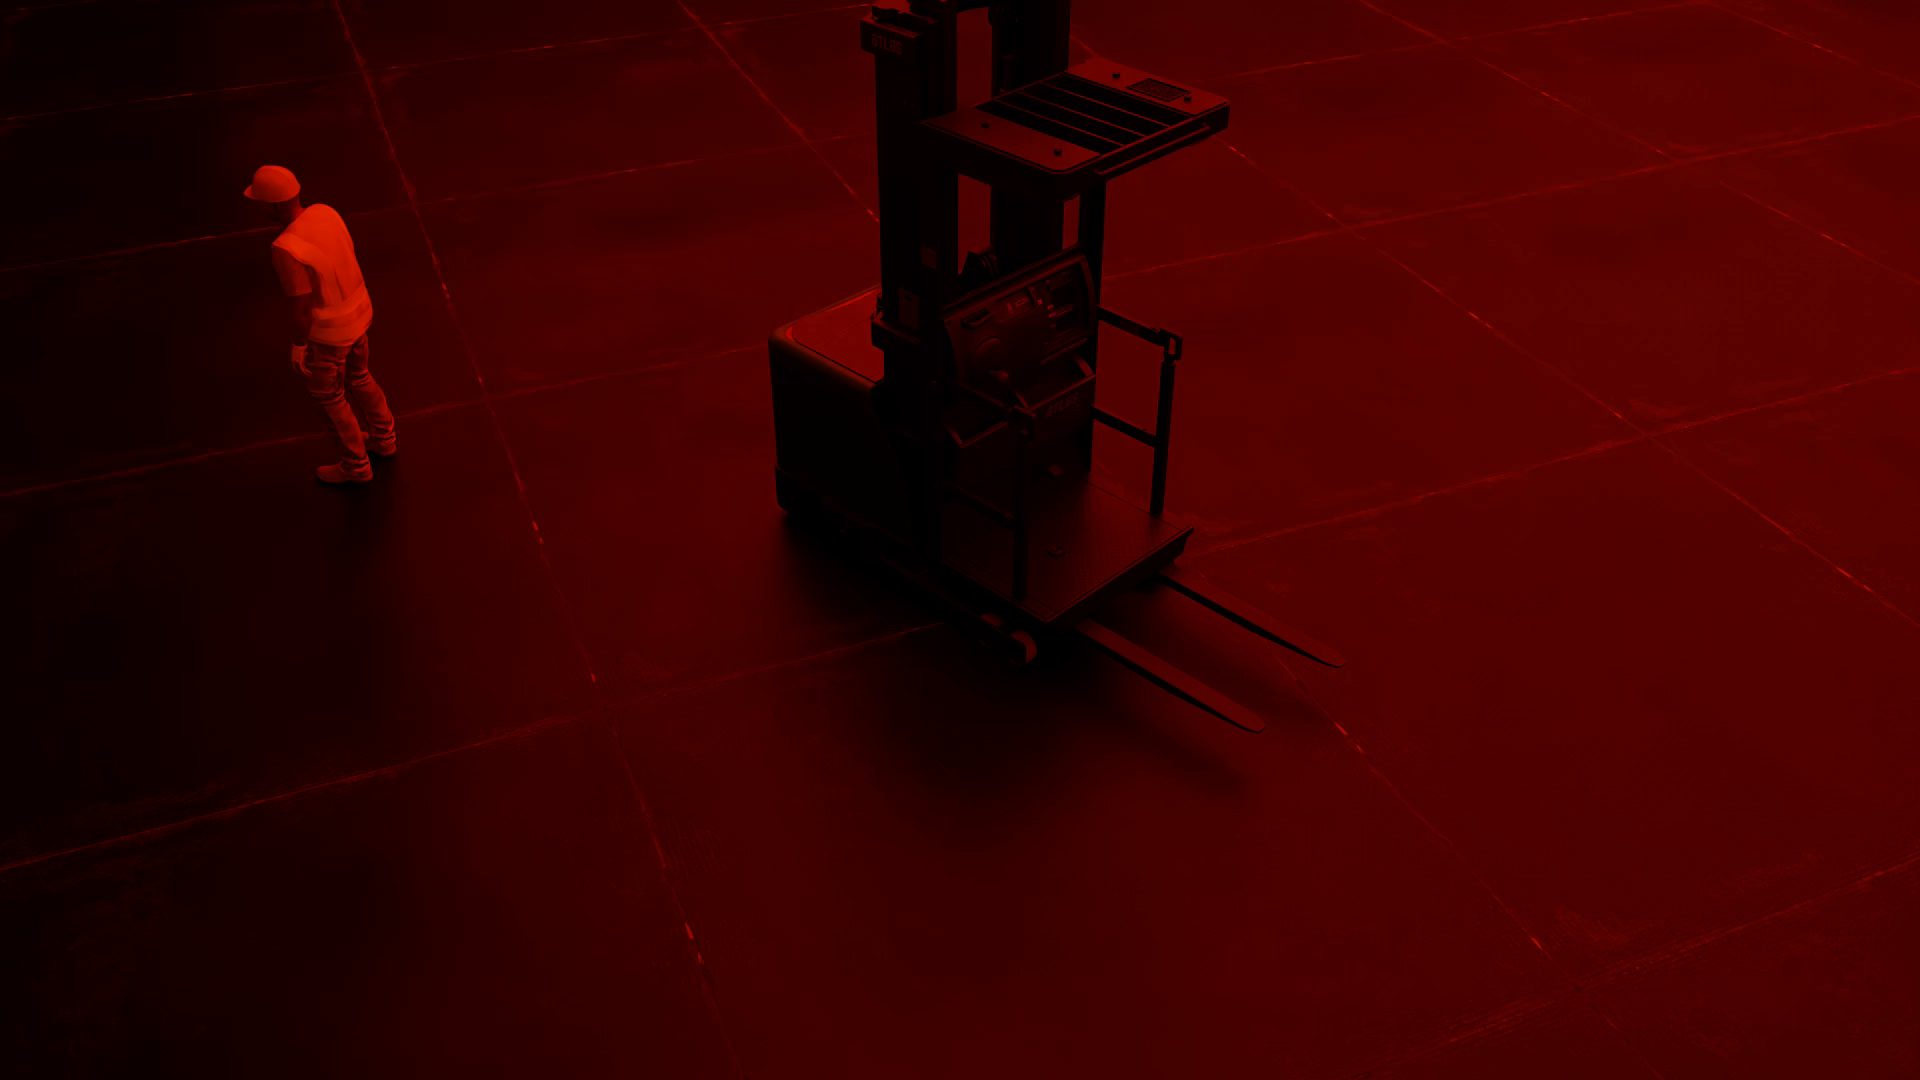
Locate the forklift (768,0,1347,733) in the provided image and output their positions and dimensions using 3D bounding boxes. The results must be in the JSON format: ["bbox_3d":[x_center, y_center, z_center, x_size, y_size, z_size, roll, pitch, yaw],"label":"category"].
[{"bbox_3d":[0.432,-0.946,7.429,3.031,2.935,1.130,30,45,35],"label":"forklift"}]

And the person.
[{"bbox_3d":[-3.311,-1.118,8.674,0.452,1.773,0.625,6,36,8],"label":"person"}]
